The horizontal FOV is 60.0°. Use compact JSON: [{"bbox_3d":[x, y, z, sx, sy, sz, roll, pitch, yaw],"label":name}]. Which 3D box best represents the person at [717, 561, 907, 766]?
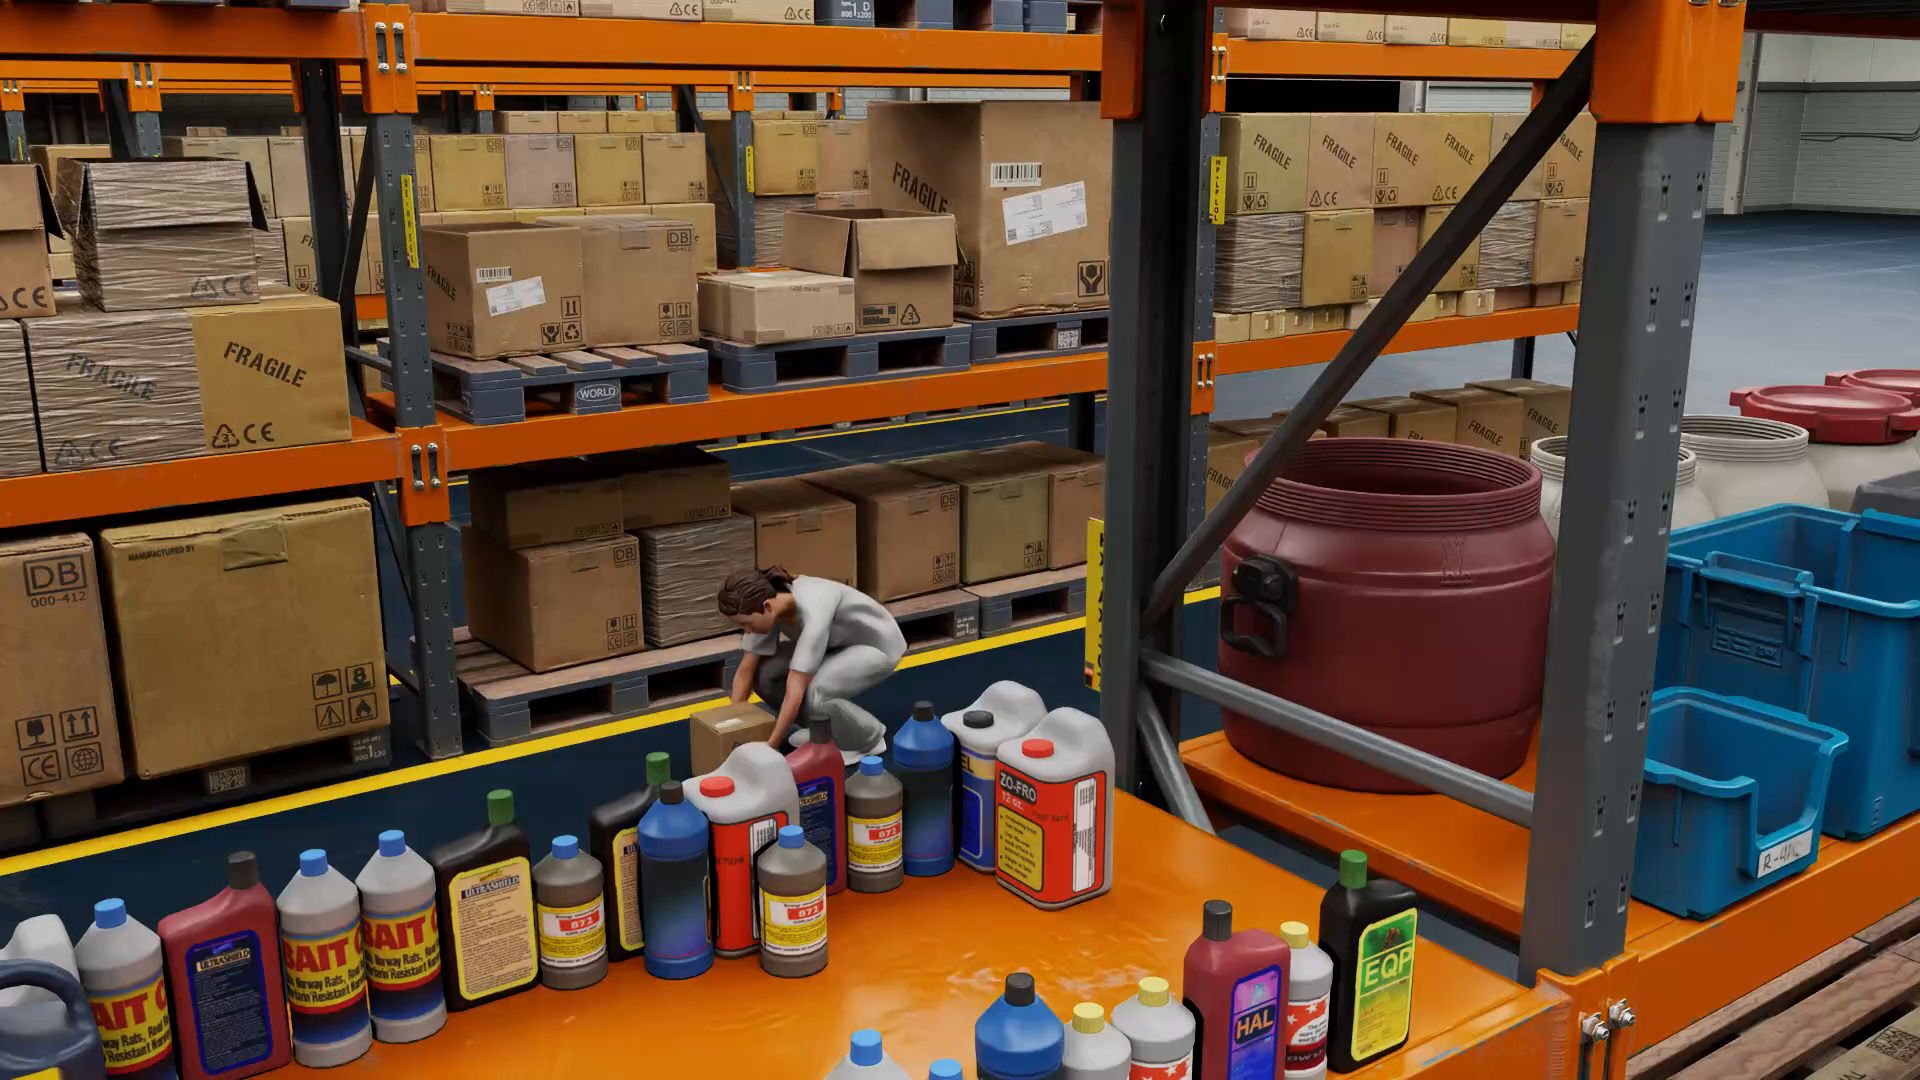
[{"bbox_3d":[-0.579,0.459,6.427,0.801,0.834,0.483,-10,18,-35],"label":"person"}]
